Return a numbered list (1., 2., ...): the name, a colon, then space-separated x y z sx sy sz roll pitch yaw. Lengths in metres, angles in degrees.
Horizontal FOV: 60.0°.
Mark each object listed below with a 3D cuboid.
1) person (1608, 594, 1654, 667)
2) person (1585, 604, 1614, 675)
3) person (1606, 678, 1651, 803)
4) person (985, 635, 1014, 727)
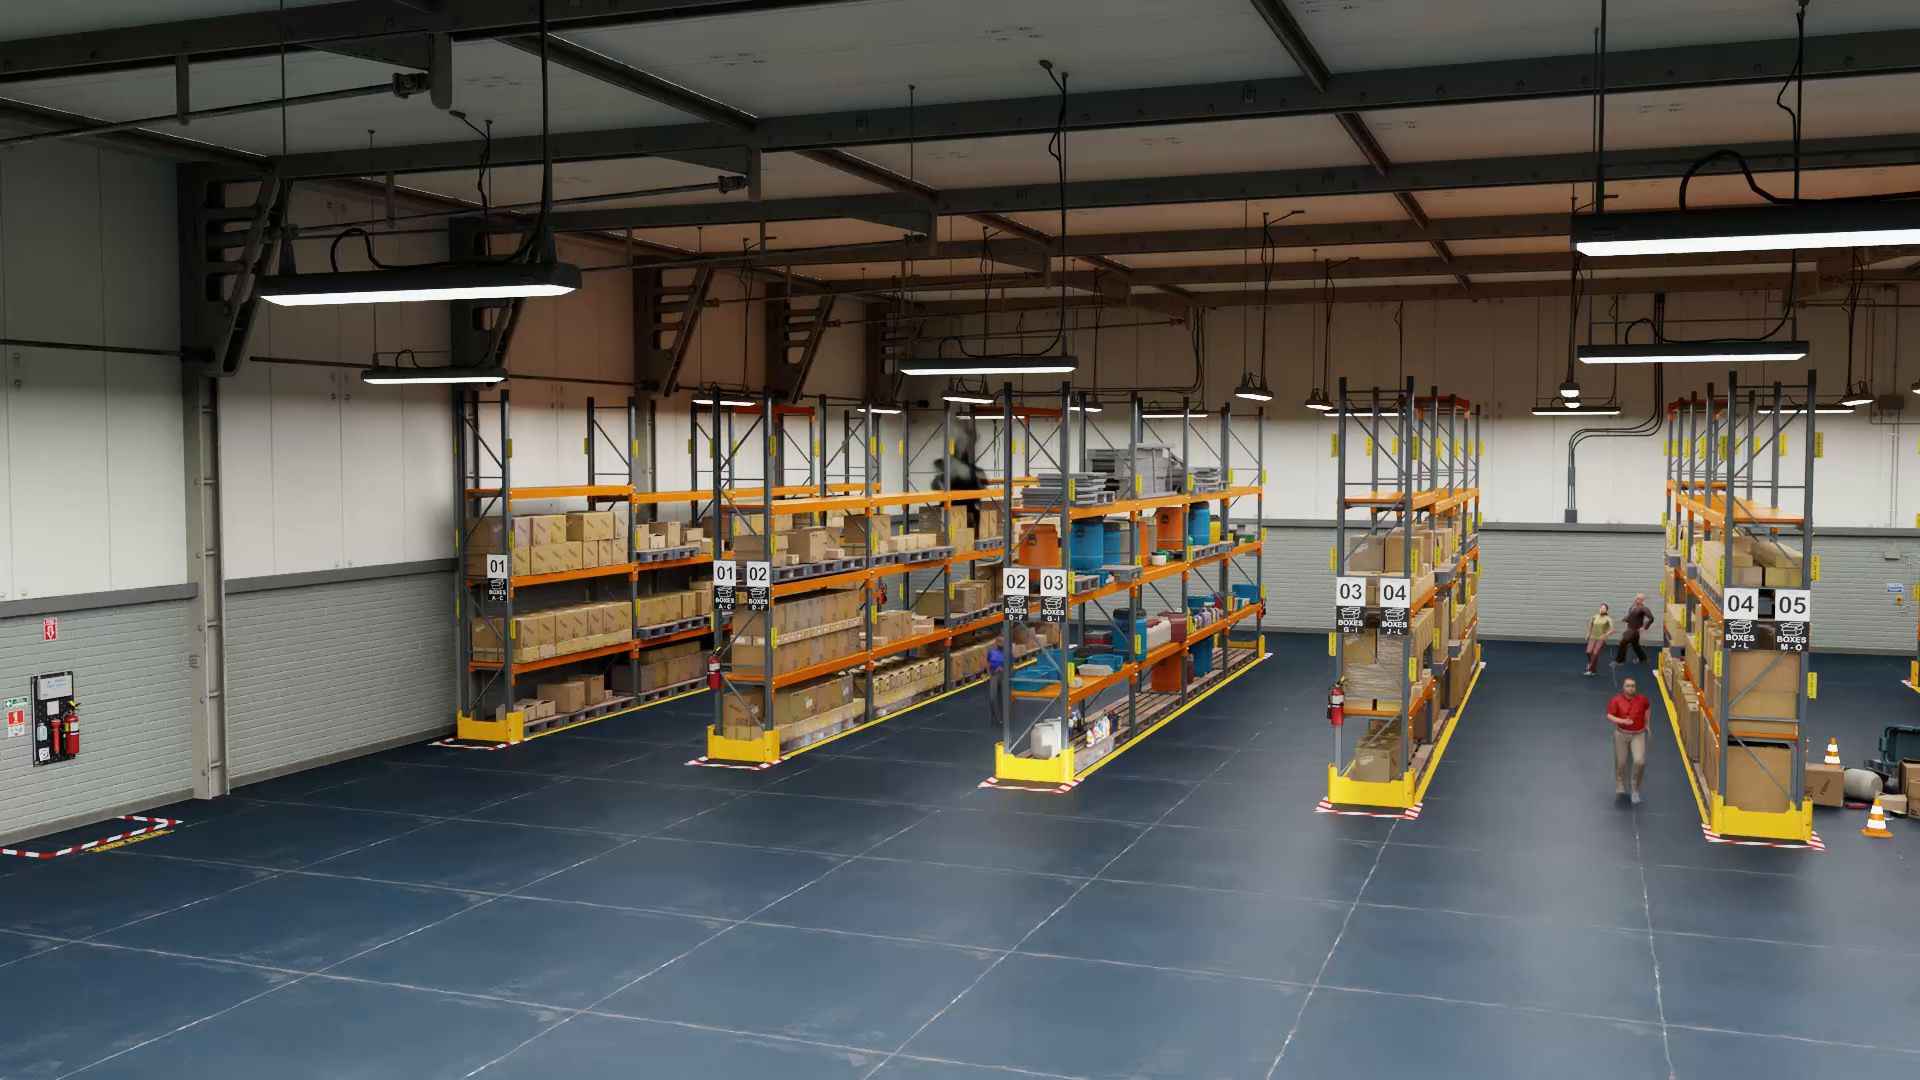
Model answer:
1. person: 15.331 2.067 38.005 0.934 1.723 0.842 1 3 19
2. person: 14.008 2.192 36.477 0.602 1.601 0.524 3 4 40
3. person: 9.523 2.850 23.670 0.630 1.787 0.849 1 3 14
4. person: 0.698 2.534 29.889 0.546 1.653 0.663 1 3 9
